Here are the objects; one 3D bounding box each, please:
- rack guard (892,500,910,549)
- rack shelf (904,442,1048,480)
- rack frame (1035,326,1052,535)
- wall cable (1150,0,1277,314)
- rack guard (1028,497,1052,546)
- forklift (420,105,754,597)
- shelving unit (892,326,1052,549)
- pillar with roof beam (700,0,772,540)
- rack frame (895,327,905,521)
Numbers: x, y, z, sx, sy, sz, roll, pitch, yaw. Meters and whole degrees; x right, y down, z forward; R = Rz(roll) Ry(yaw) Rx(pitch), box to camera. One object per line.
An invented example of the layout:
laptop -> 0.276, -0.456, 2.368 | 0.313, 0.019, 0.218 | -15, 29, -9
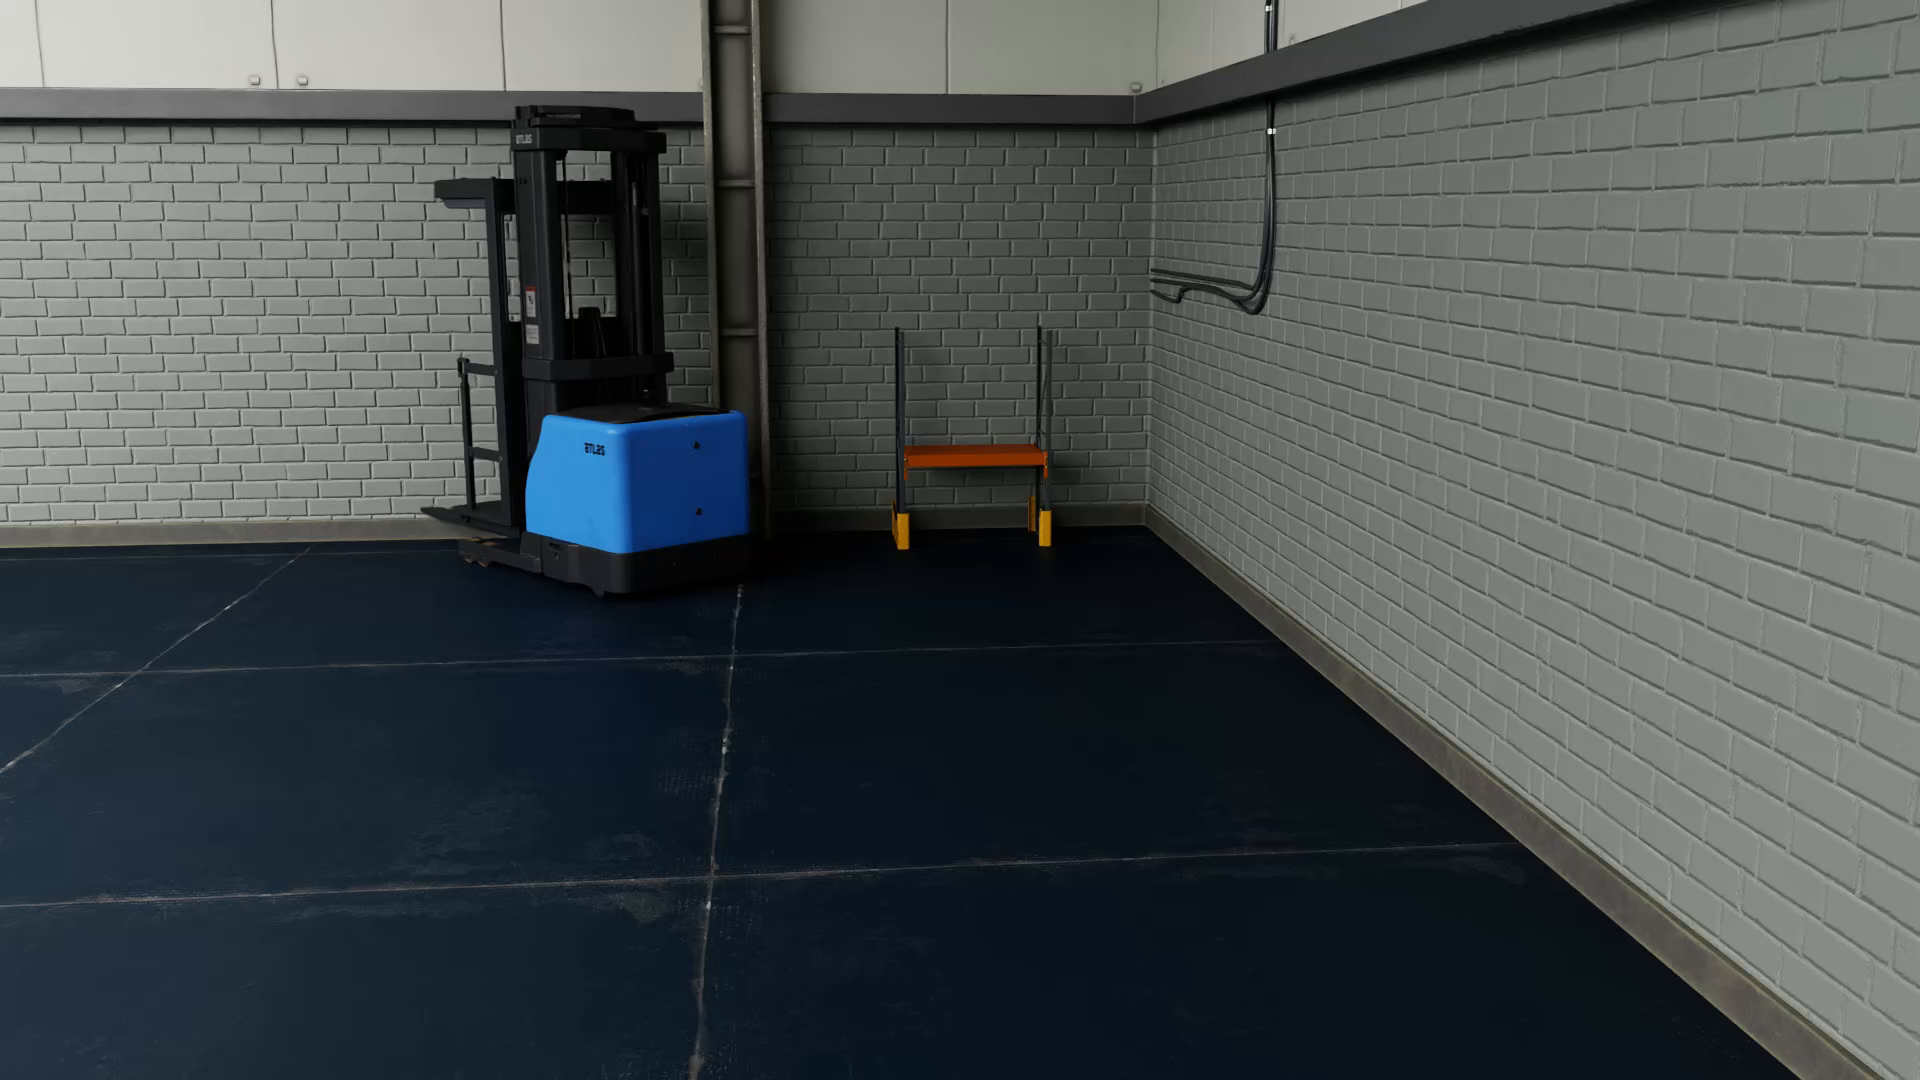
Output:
rack guard -> -0.419, -0.114, 11.799 | 0.087, 0.250, 0.587 | -1, 11, -6
rack shelf -> 0.085, -0.561, 11.767 | 1.000, 0.185, 0.538 | -1, 11, -6
rack frame -> 0.590, -0.748, 11.786 | 0.032, 1.500, 0.500 | -1, 11, -6
wall cable -> 1.514, -2.727, 10.462 | 0.112, 2.526, 3.097 | -1, 11, -6
rack guard -> 0.571, -0.135, 11.905 | 0.087, 0.250, 0.587 | -1, 11, -6
forklift -> -2.702, -1.320, 10.982 | 1.130, 2.935, 3.031 | -11, 15, -44
shelving unit -> 0.076, -0.738, 11.731 | 1.083, 1.500, 0.587 | -1, 11, -6
pillar with roof beam -> -1.093, -3.617, 6.941 | 0.400, 9.000, 9.100 | -1, 11, -6
rack frame -> -0.421, -0.727, 11.678 | 0.032, 1.500, 0.500 | -1, 11, -6
